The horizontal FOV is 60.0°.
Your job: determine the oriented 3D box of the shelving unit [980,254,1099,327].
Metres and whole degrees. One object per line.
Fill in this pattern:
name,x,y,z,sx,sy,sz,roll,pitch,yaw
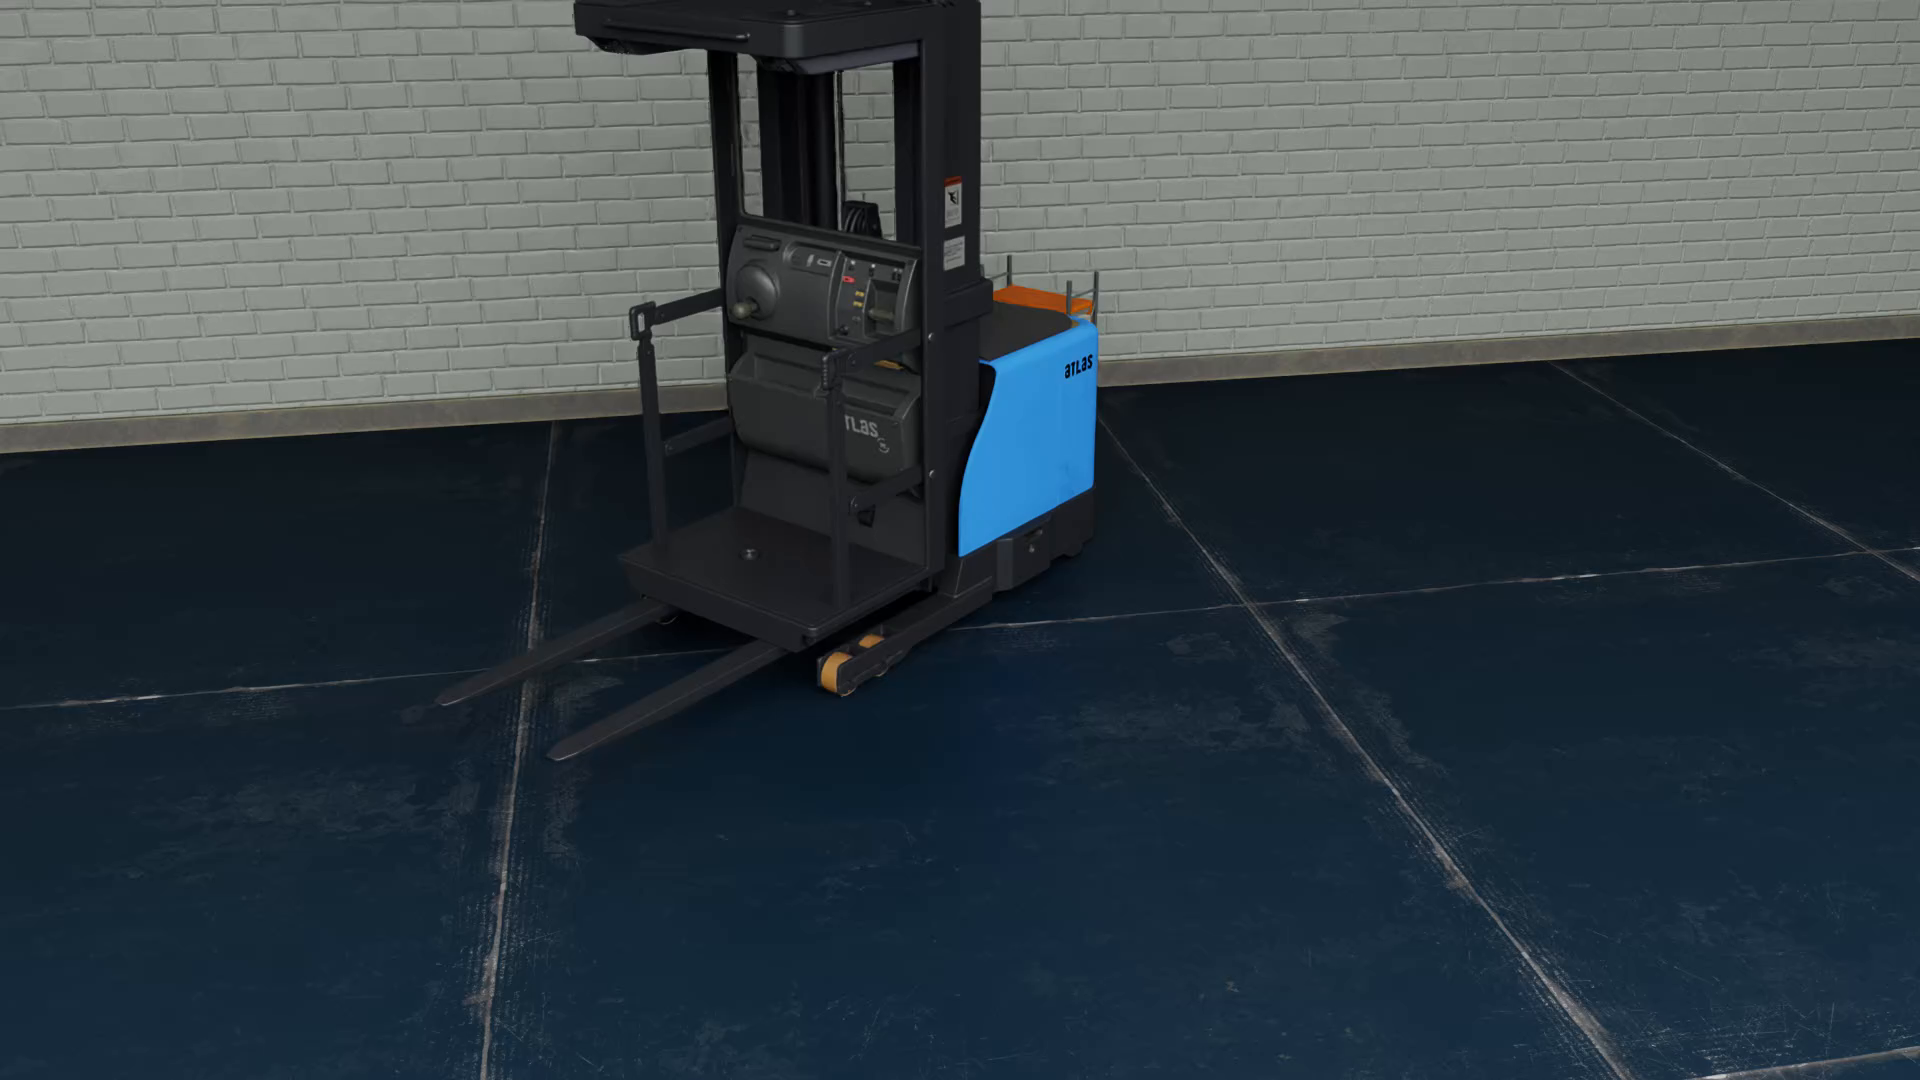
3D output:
shelving unit,0.359,-0.696,7.843,0.503,1.200,0.258,17,29,34

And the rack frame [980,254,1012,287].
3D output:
rack frame,0.166,-0.755,7.980,0.015,1.200,0.240,17,29,34

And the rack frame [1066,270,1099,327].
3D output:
rack frame,0.552,-0.636,7.707,0.015,1.200,0.240,17,29,34

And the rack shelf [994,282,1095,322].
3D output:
rack shelf,0.359,-1.056,7.686,0.480,0.148,0.258,17,29,34

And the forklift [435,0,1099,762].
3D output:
forklift,-0.676,-0.968,6.304,1.130,2.935,3.031,17,29,34
